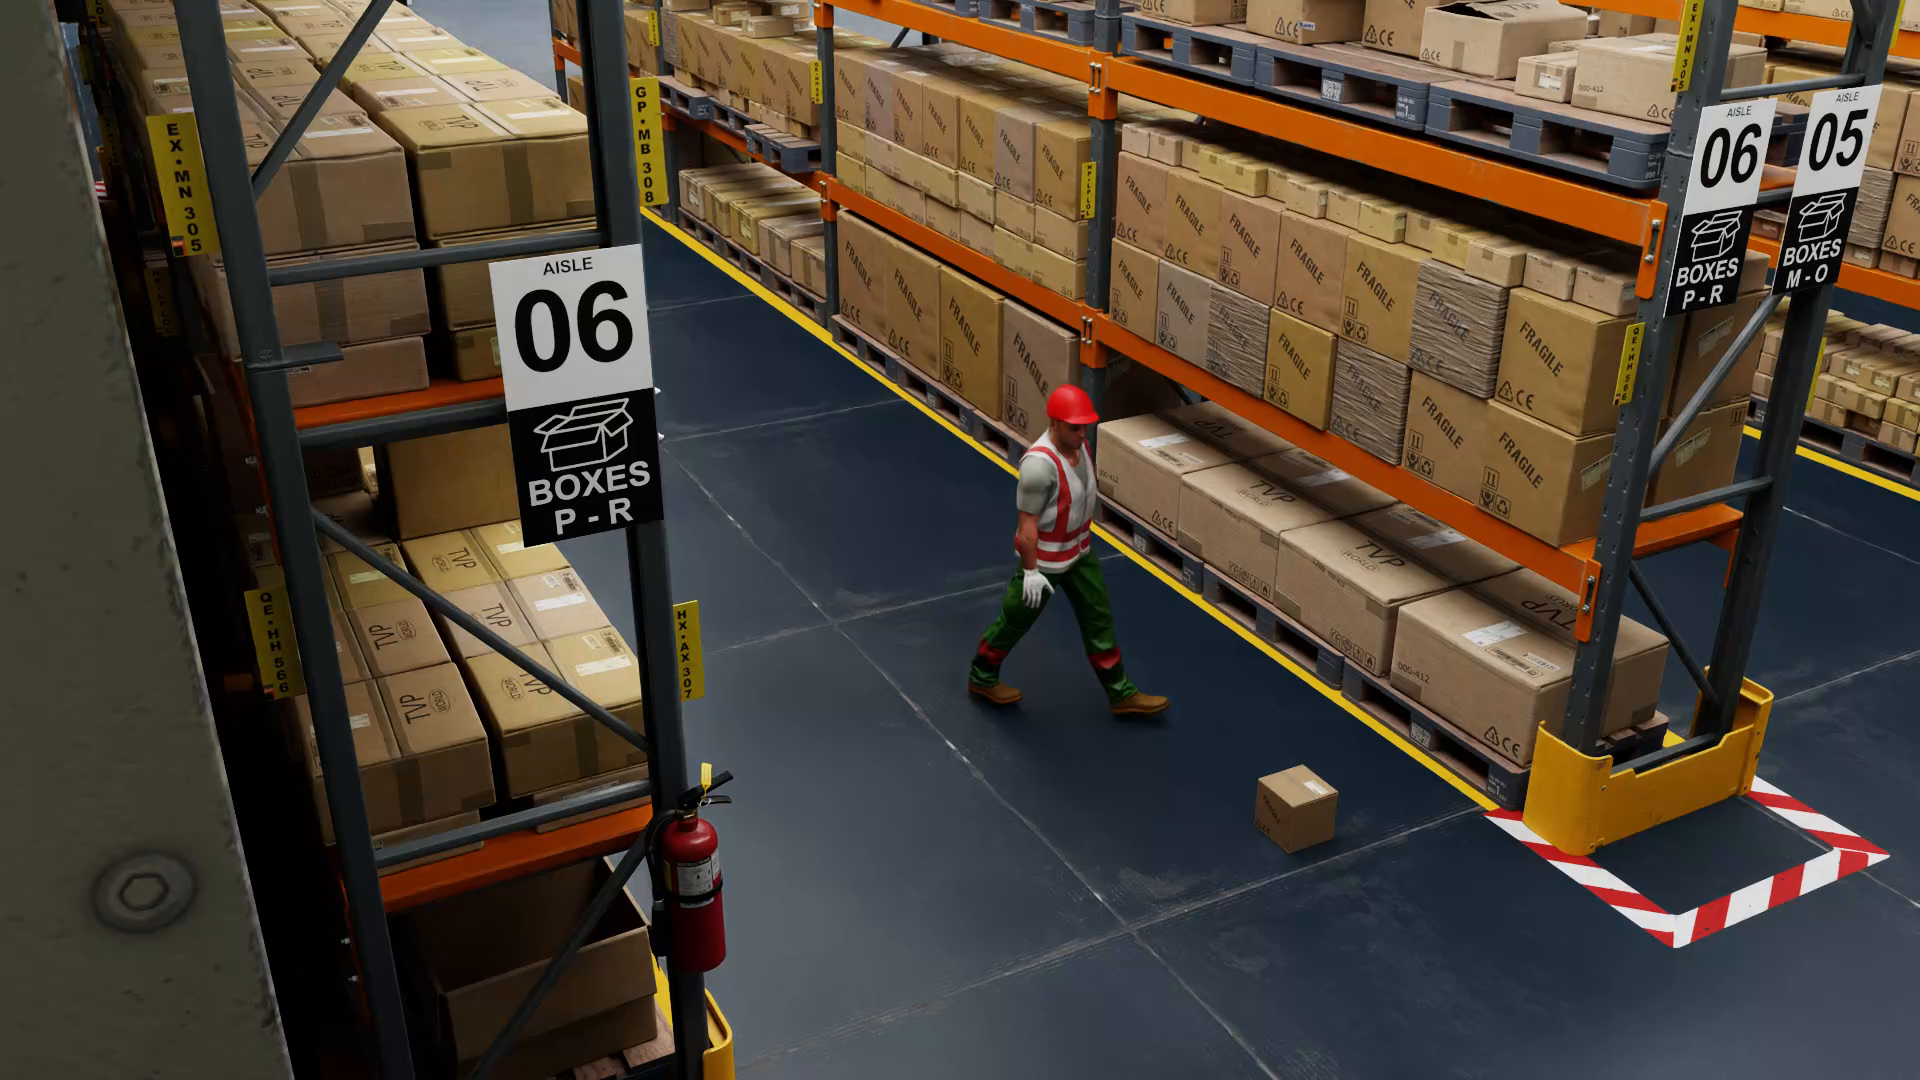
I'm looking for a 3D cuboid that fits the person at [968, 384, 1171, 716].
[{"bbox_3d":[0.509,0.068,7.942,0.976,1.735,0.622,16,30,31],"label":"person"}]
